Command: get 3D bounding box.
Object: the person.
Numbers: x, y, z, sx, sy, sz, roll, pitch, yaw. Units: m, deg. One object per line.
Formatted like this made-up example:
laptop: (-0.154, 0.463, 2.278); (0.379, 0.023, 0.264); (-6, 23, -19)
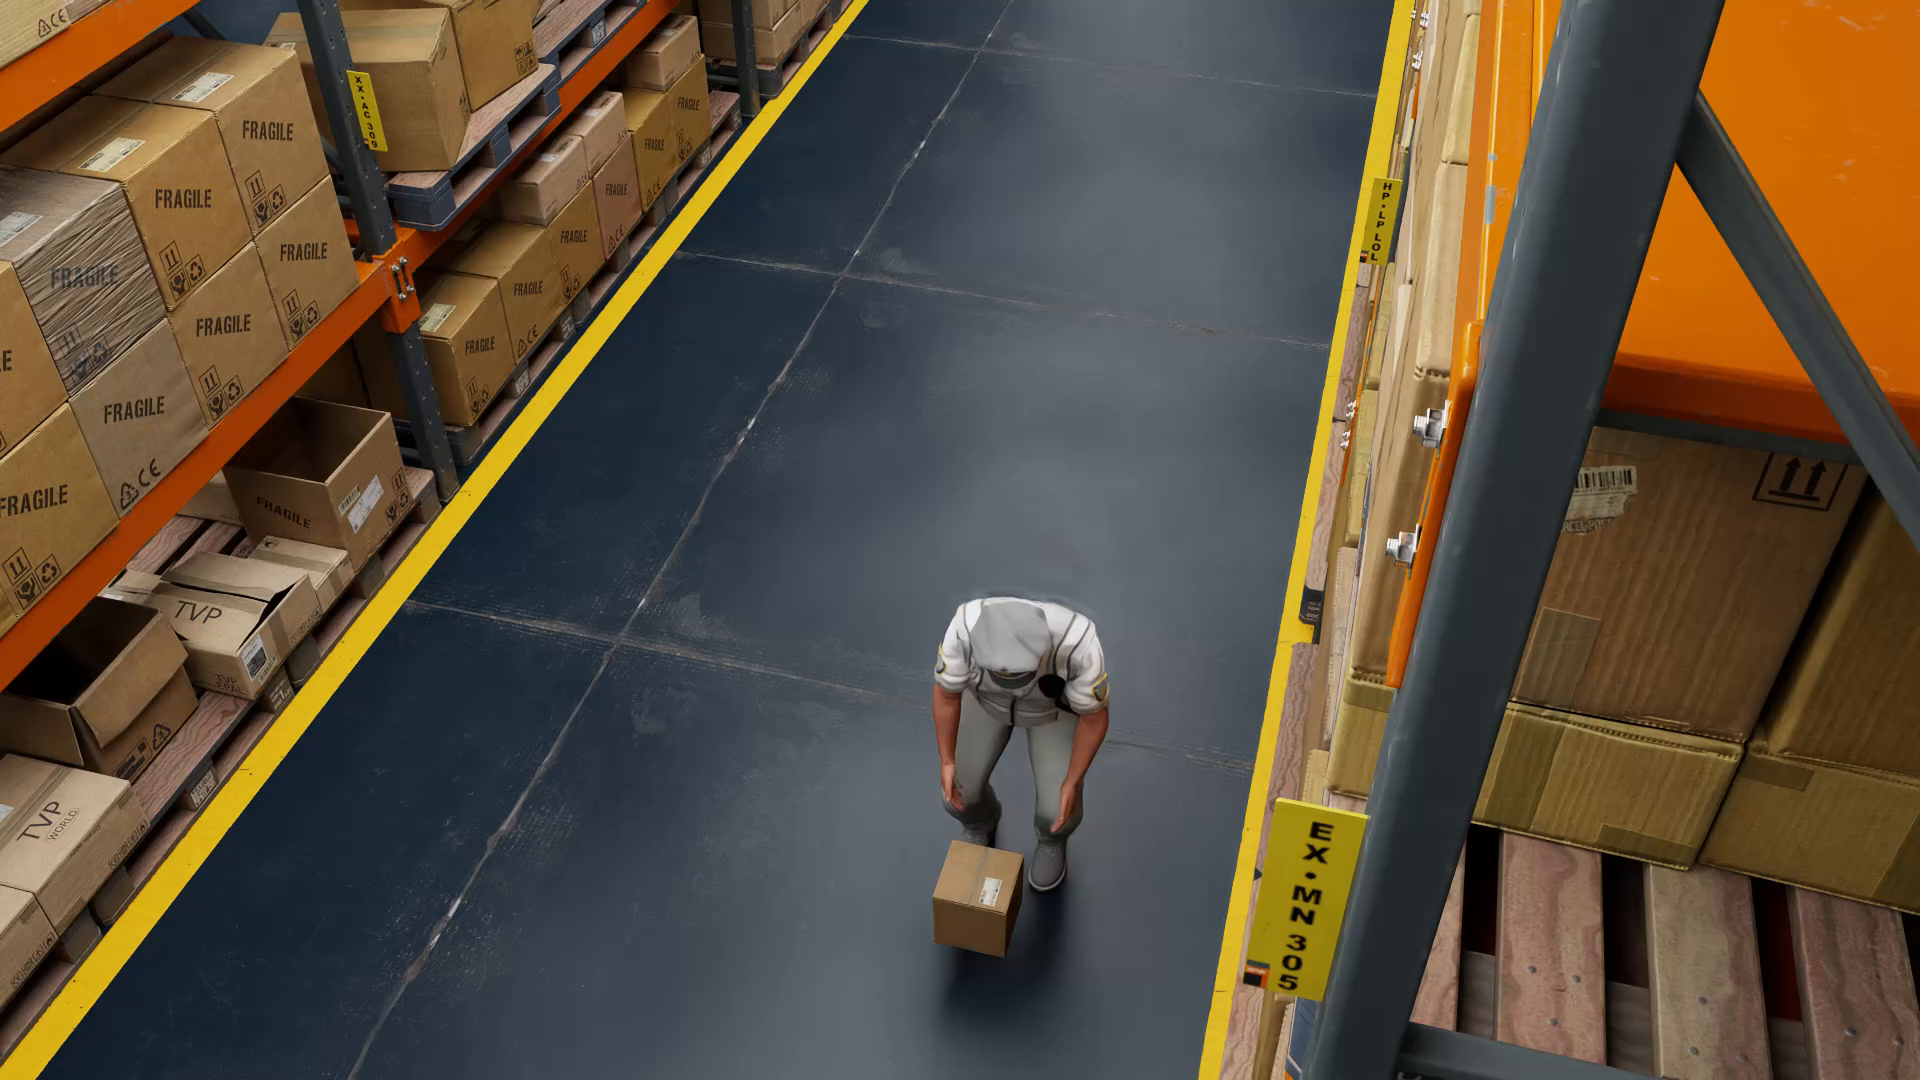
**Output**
person: (0.219, 0.635, 5.638); (0.590, 1.467, 0.771); (10, 42, 12)
